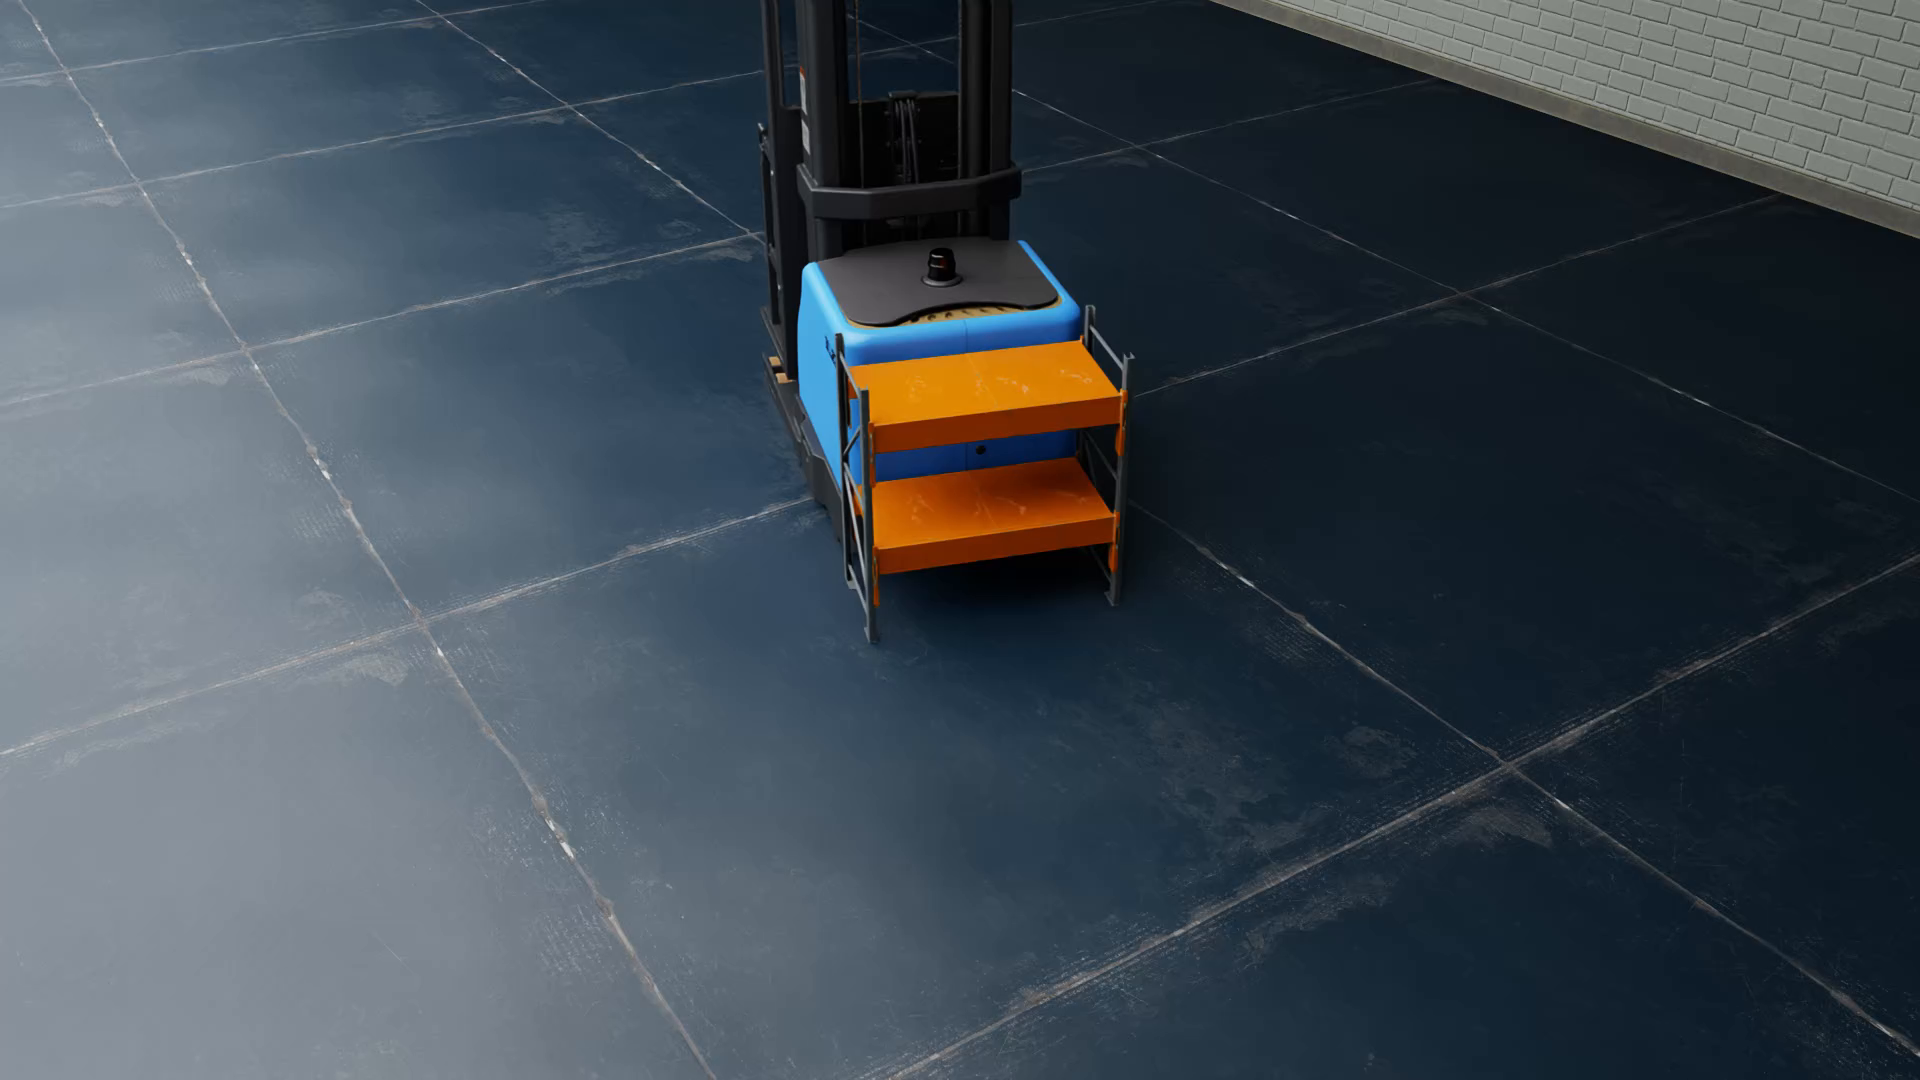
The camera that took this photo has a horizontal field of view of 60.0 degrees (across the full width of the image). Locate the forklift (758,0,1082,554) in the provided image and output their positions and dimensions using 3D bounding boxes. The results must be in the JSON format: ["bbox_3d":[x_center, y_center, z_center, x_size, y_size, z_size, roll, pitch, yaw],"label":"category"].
[{"bbox_3d":[-0.374,-1.958,7.607,1.130,2.935,3.031,-8,33,-13],"label":"forklift"}]

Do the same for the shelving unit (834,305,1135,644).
[{"bbox_3d":[0.085,-0.263,6.612,1.048,1.125,0.538,-8,33,-12],"label":"shelving unit"}]

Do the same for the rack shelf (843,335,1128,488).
[{"bbox_3d":[0.085,-0.510,6.456,1.000,0.278,0.538,-8,33,-12],"label":"rack shelf"}]

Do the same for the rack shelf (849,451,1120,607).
[{"bbox_3d":[0.085,-0.056,6.743,1.000,0.278,0.538,-8,33,-12],"label":"rack shelf"}]

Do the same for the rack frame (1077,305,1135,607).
[{"bbox_3d":[0.577,-0.331,6.721,0.032,1.125,0.500,-8,33,-12],"label":"rack frame"}]

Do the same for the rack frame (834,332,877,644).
[{"bbox_3d":[-0.407,-0.194,6.503,0.032,1.125,0.500,-8,33,-12],"label":"rack frame"}]
